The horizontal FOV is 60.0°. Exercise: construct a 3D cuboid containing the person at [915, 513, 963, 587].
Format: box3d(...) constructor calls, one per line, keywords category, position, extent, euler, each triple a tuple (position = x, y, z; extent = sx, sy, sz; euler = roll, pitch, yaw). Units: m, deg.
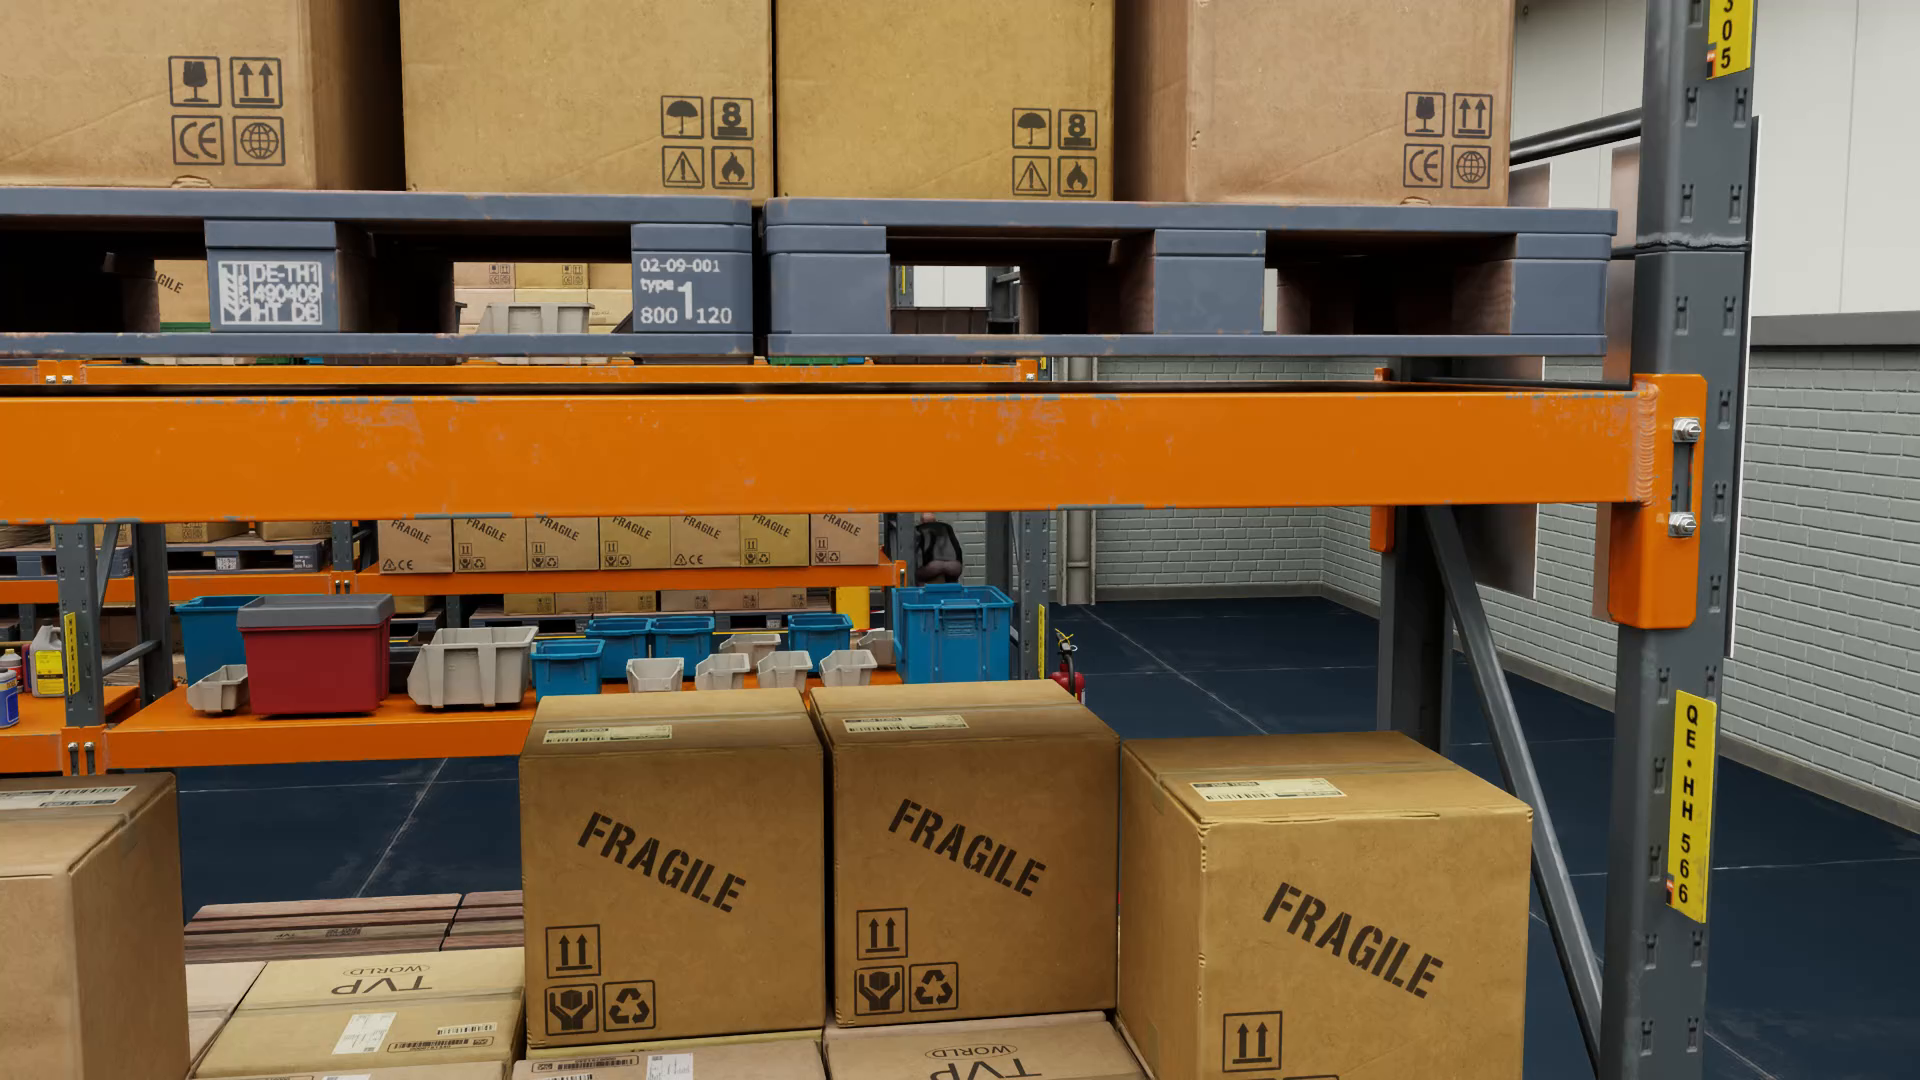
box3d(category="person", position=(-0.278, 0.265, 18.346), extent=(0.558, 1.082, 0.831), euler=(-1, 7, -11))
